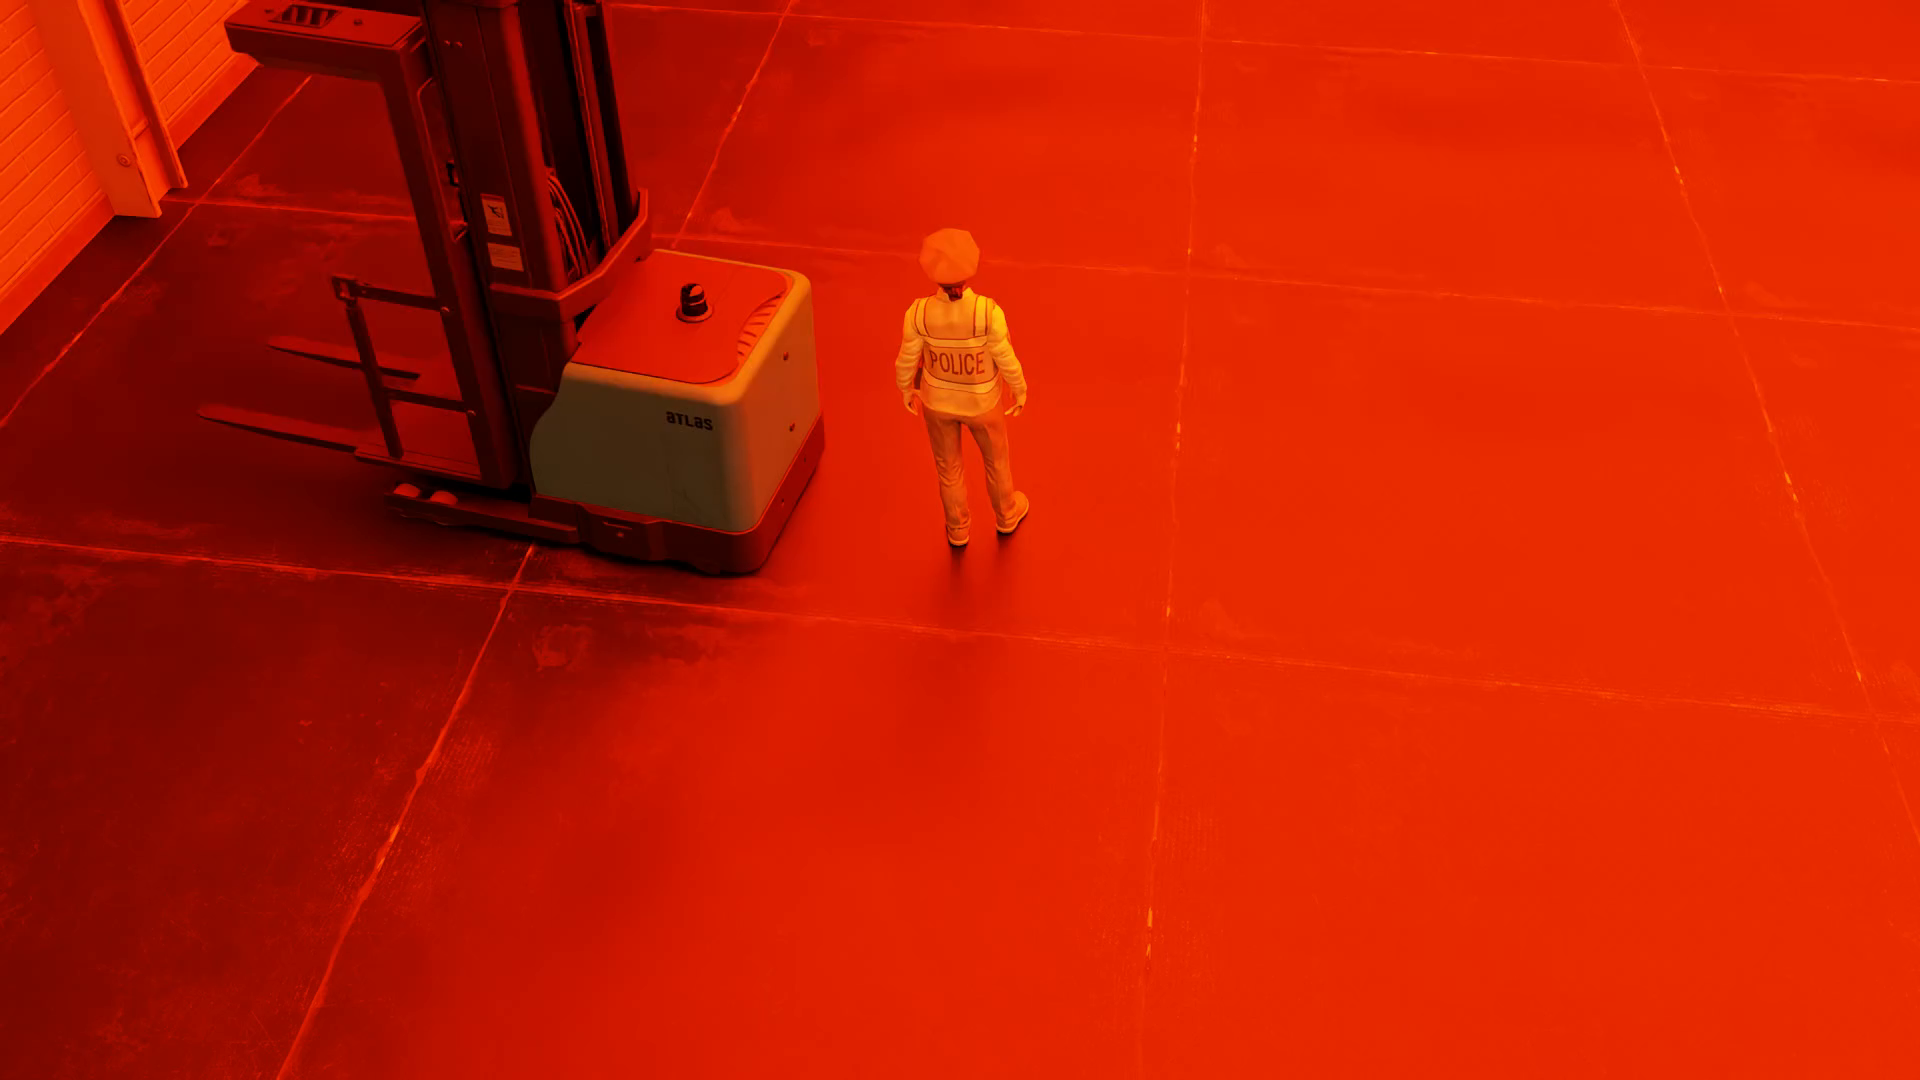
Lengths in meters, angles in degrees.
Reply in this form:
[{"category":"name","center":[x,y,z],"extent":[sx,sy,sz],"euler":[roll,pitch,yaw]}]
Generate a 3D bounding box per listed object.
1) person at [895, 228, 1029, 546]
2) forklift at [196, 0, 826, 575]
[{"category":"person","center":[0.025,-0.674,7.362],"extent":[0.569,1.694,0.529],"euler":[5,43,6]},{"category":"forklift","center":[-2.245,-1.481,7.337],"extent":[3.031,2.935,1.130],"euler":[11,44,12]}]
